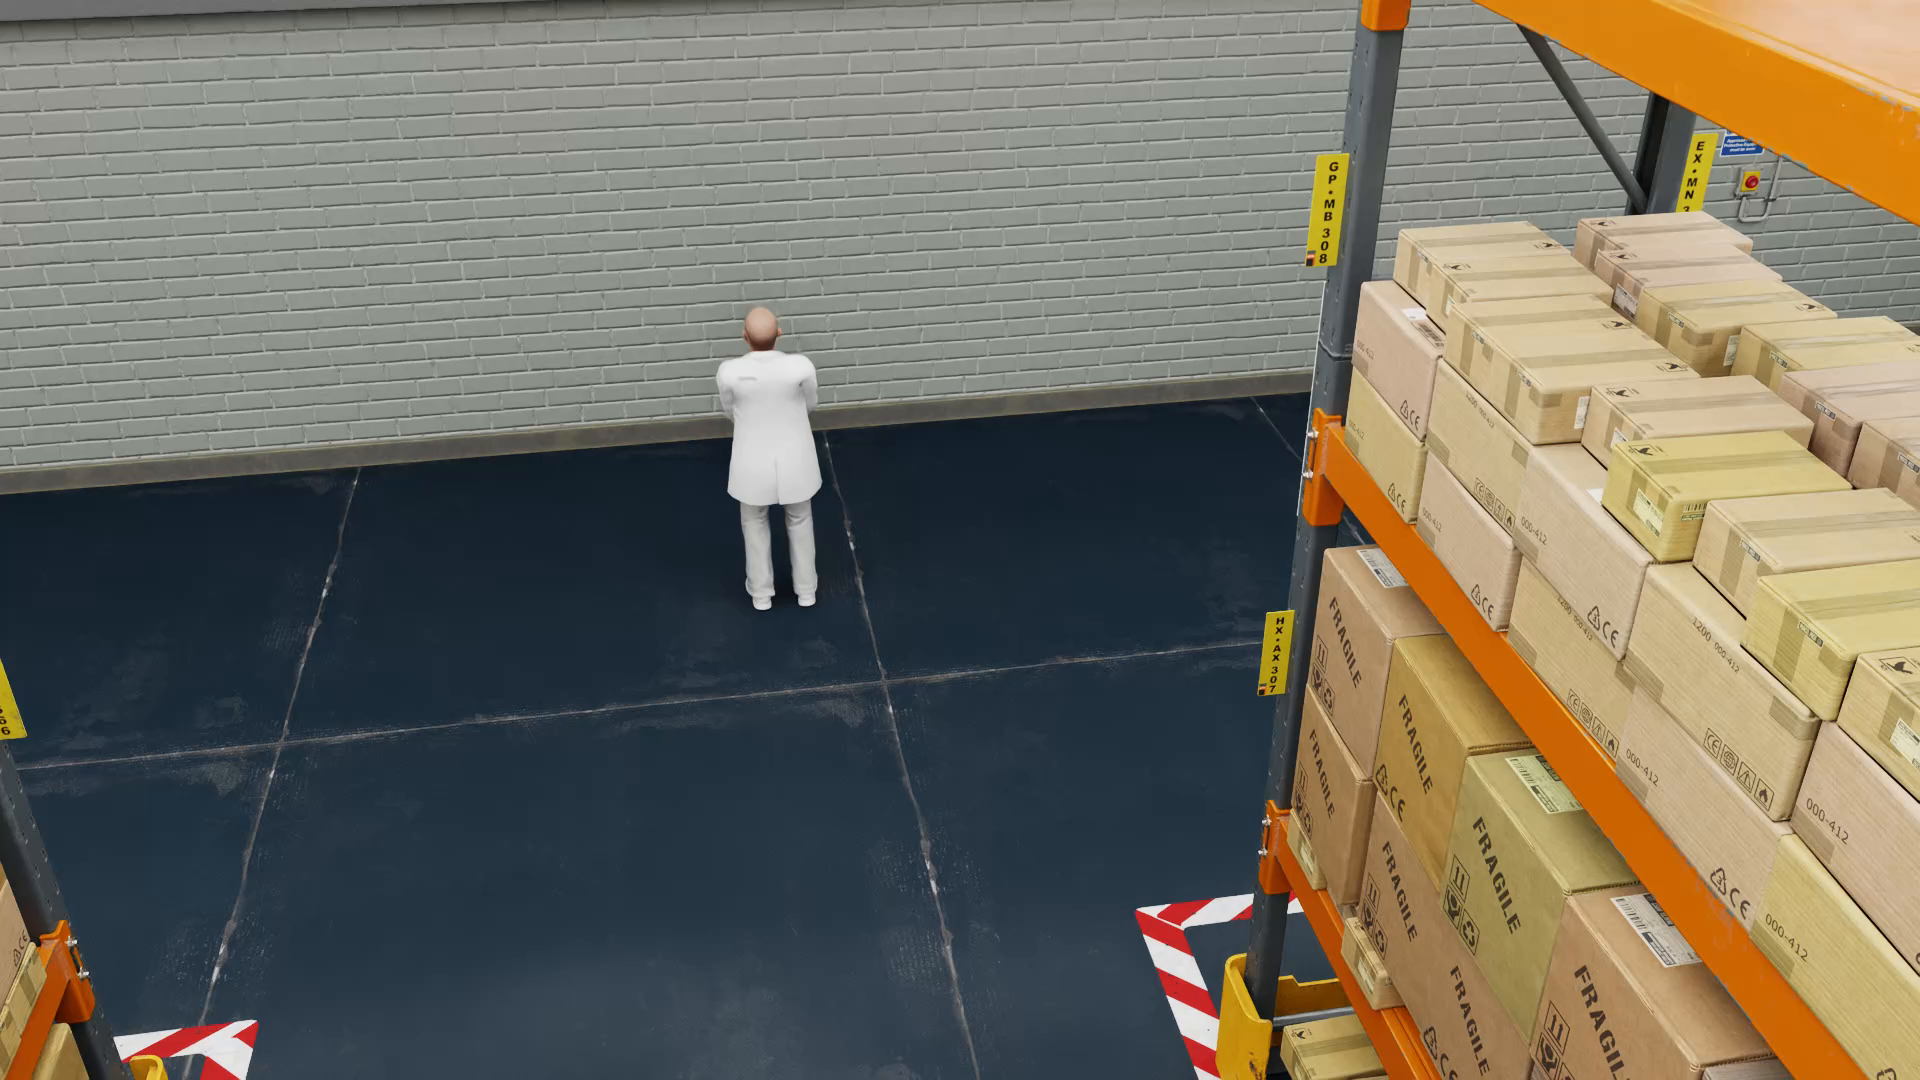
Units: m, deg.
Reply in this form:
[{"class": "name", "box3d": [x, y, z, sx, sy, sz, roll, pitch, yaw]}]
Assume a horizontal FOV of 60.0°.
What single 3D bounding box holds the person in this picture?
[{"class": "person", "box3d": [-1.024, -0.494, 9.010, 0.529, 1.770, 0.563, -5, 31, -8]}]
